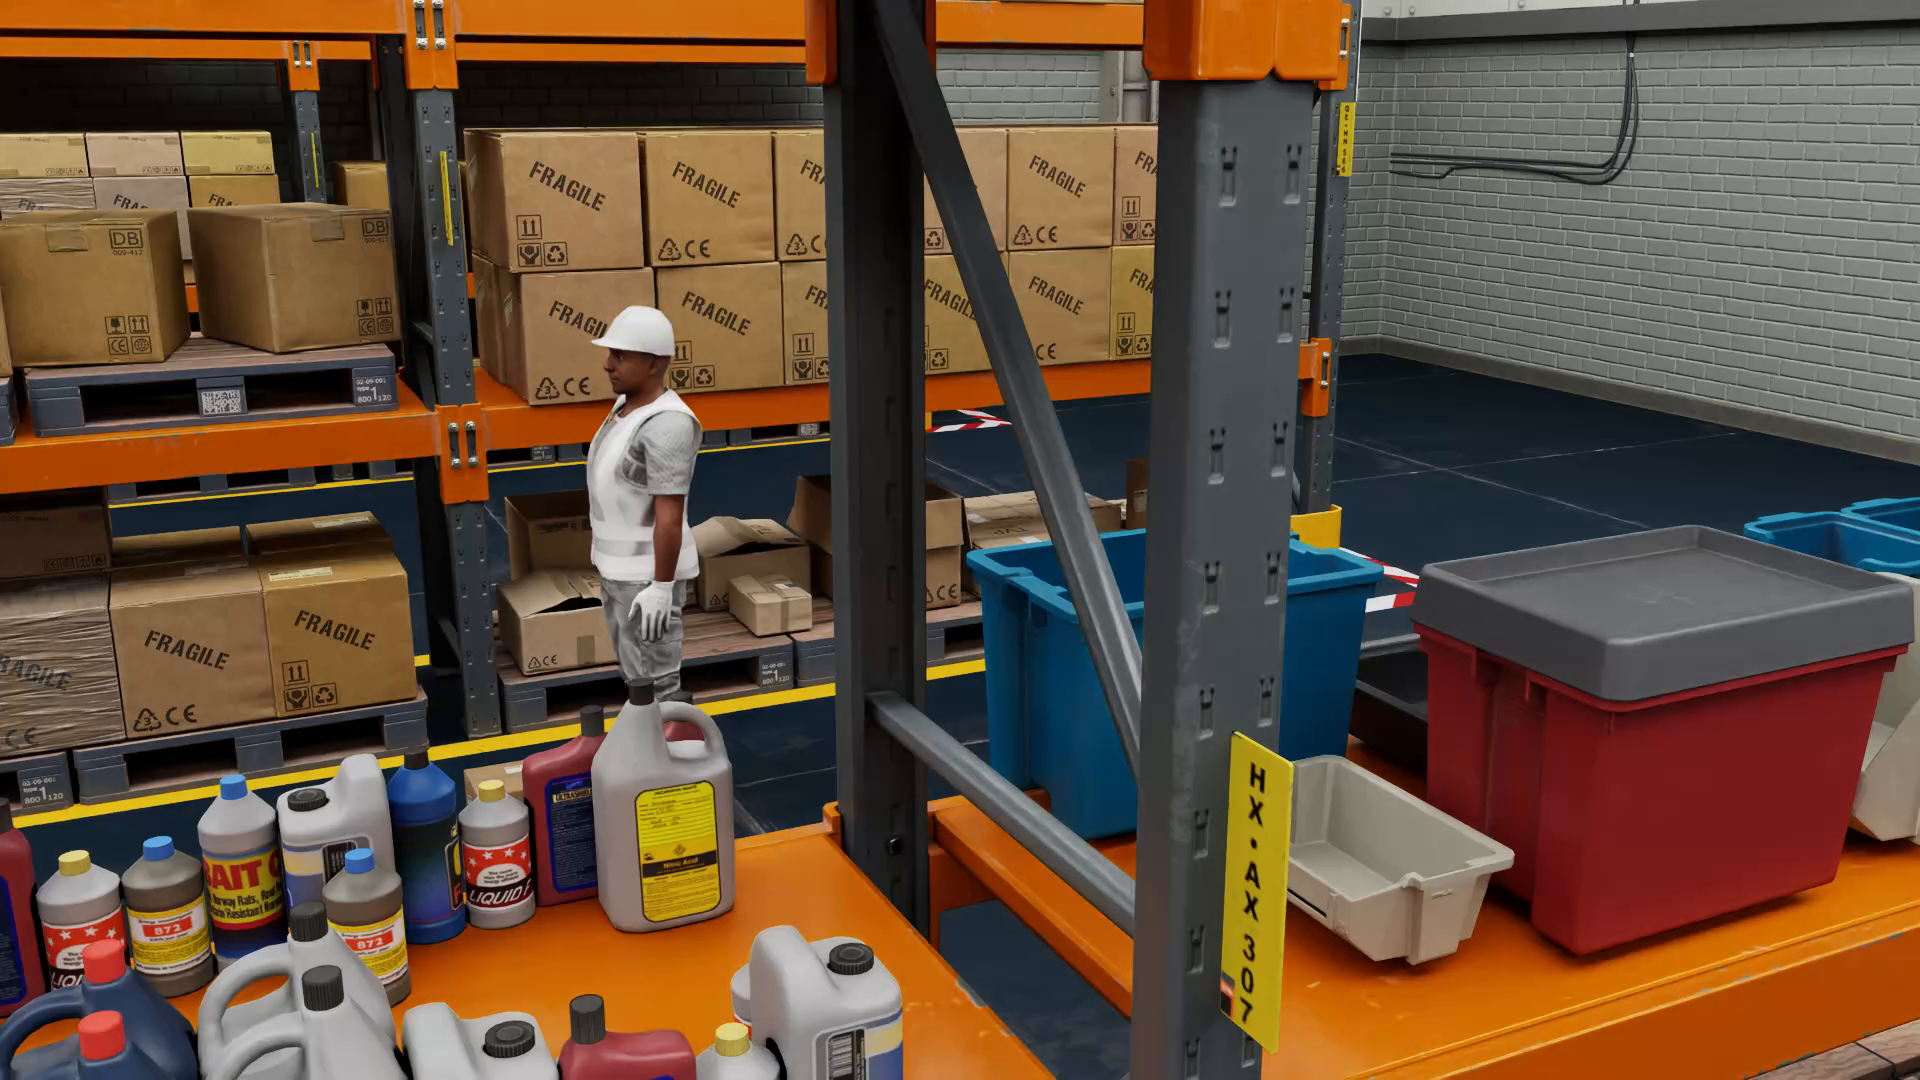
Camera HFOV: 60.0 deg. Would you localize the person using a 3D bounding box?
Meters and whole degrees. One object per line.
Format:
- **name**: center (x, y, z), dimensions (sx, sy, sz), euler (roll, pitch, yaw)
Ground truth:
- **person**: center (-1.053, 0.119, 5.546), dimensions (0.366, 1.792, 0.548), euler (-7, 16, -24)
